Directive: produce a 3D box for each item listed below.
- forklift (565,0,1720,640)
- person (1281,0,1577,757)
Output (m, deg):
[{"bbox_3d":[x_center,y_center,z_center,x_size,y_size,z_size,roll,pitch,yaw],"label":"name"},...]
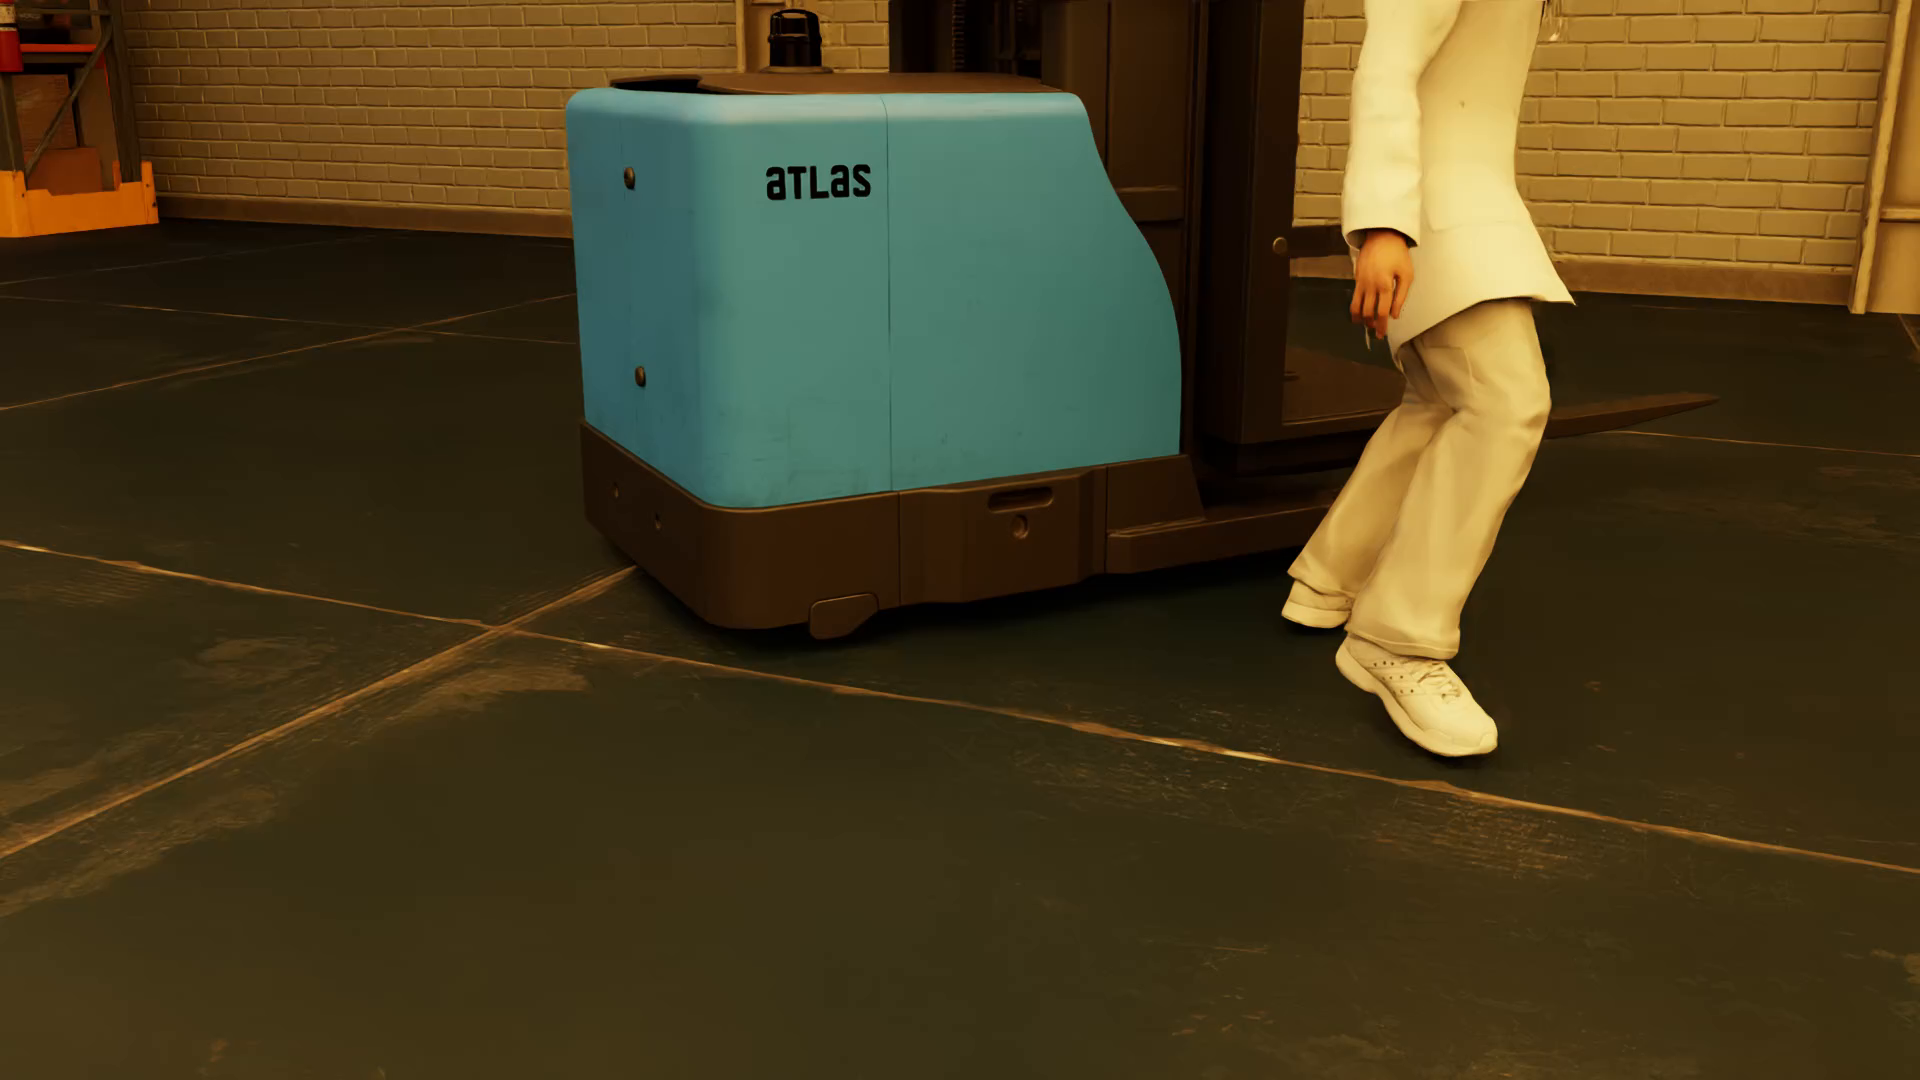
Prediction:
[{"bbox_3d":[0.640,-1.478,3.928,3.031,2.935,1.130,-8,18,-27],"label":"forklift"},{"bbox_3d":[0.880,-0.576,3.080,0.494,1.712,1.138,4,17,15],"label":"person"}]
